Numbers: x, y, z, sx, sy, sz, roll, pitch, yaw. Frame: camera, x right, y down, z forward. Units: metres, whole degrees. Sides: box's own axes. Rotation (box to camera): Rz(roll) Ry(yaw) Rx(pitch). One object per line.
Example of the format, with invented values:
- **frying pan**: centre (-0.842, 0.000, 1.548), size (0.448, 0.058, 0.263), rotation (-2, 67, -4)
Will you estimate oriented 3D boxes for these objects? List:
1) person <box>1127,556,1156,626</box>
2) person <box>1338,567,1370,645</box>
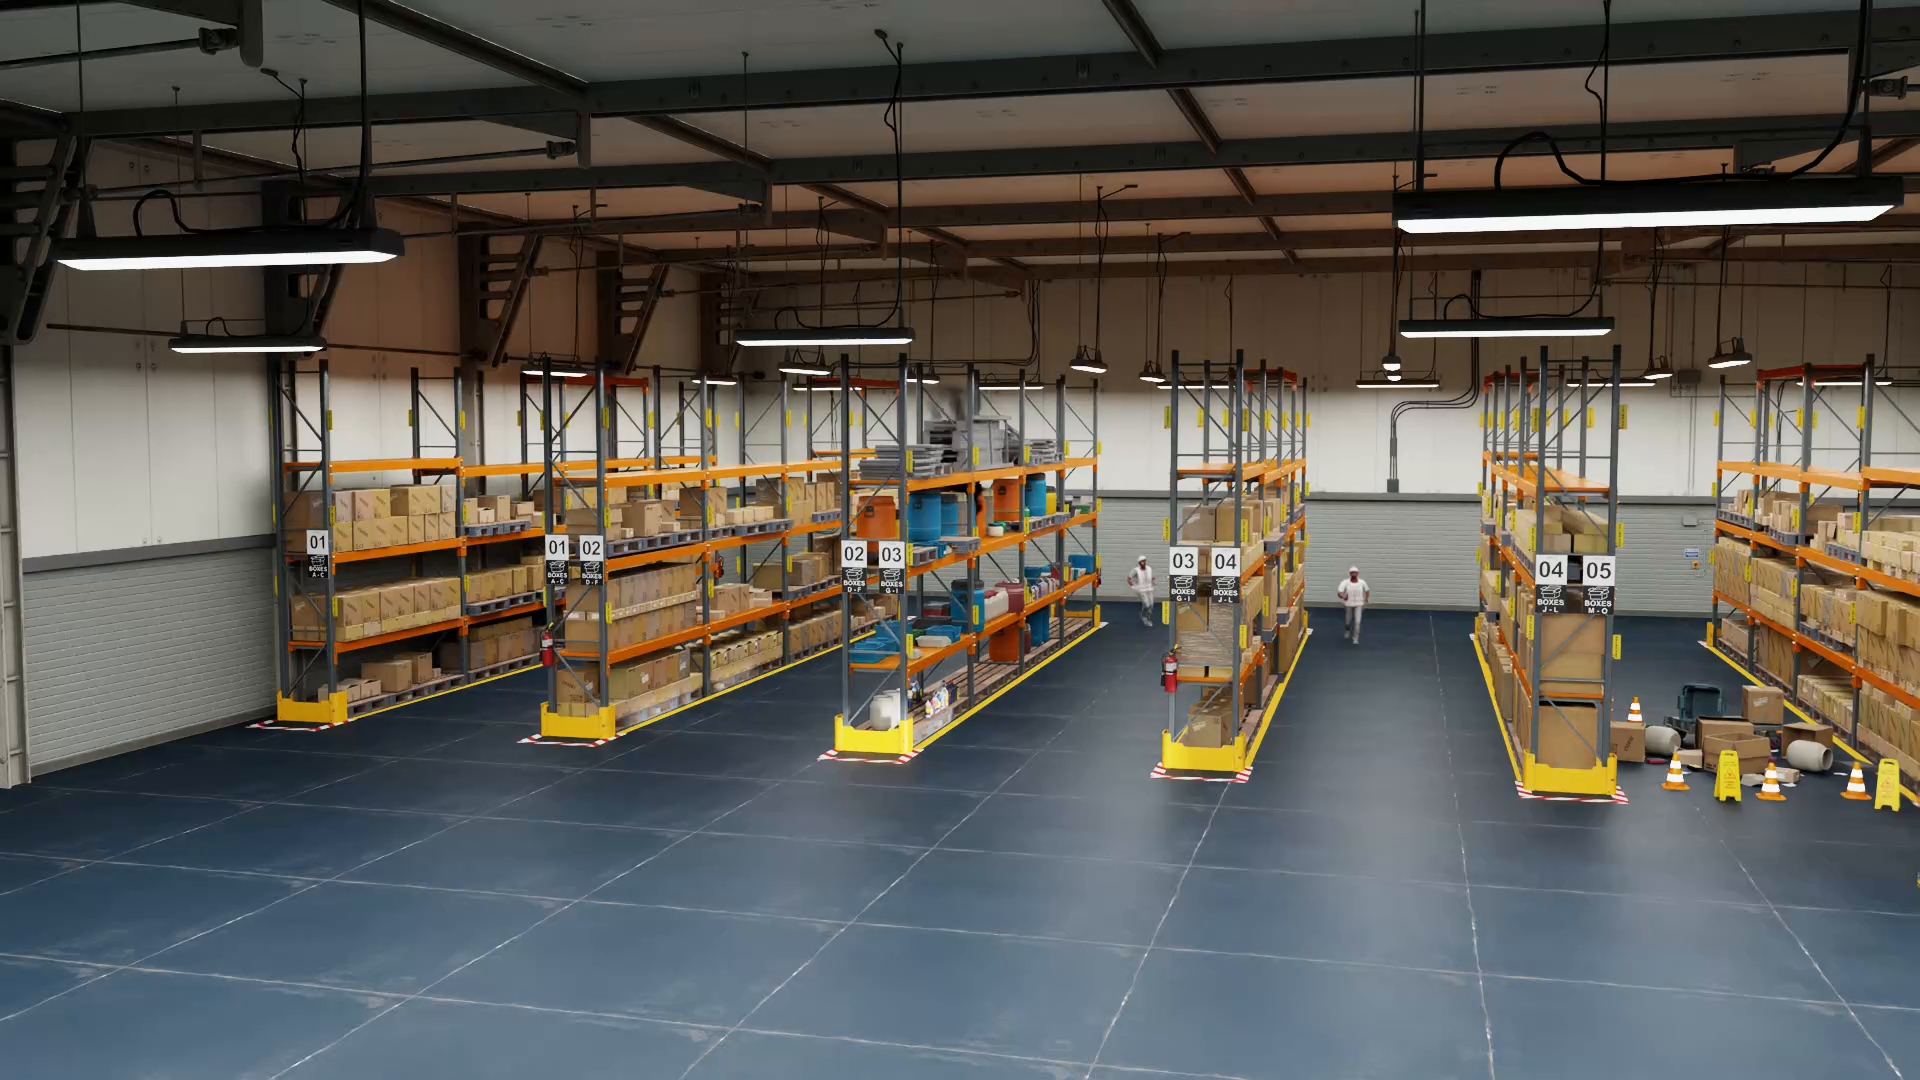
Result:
- **person**: centre (4.460, 1.236, 40.224), size (0.698, 1.725, 0.597), rotation (-2, 5, -28)
- **person**: centre (8.824, 1.462, 37.253), size (0.714, 1.733, 0.791), rotation (0, 4, 7)
